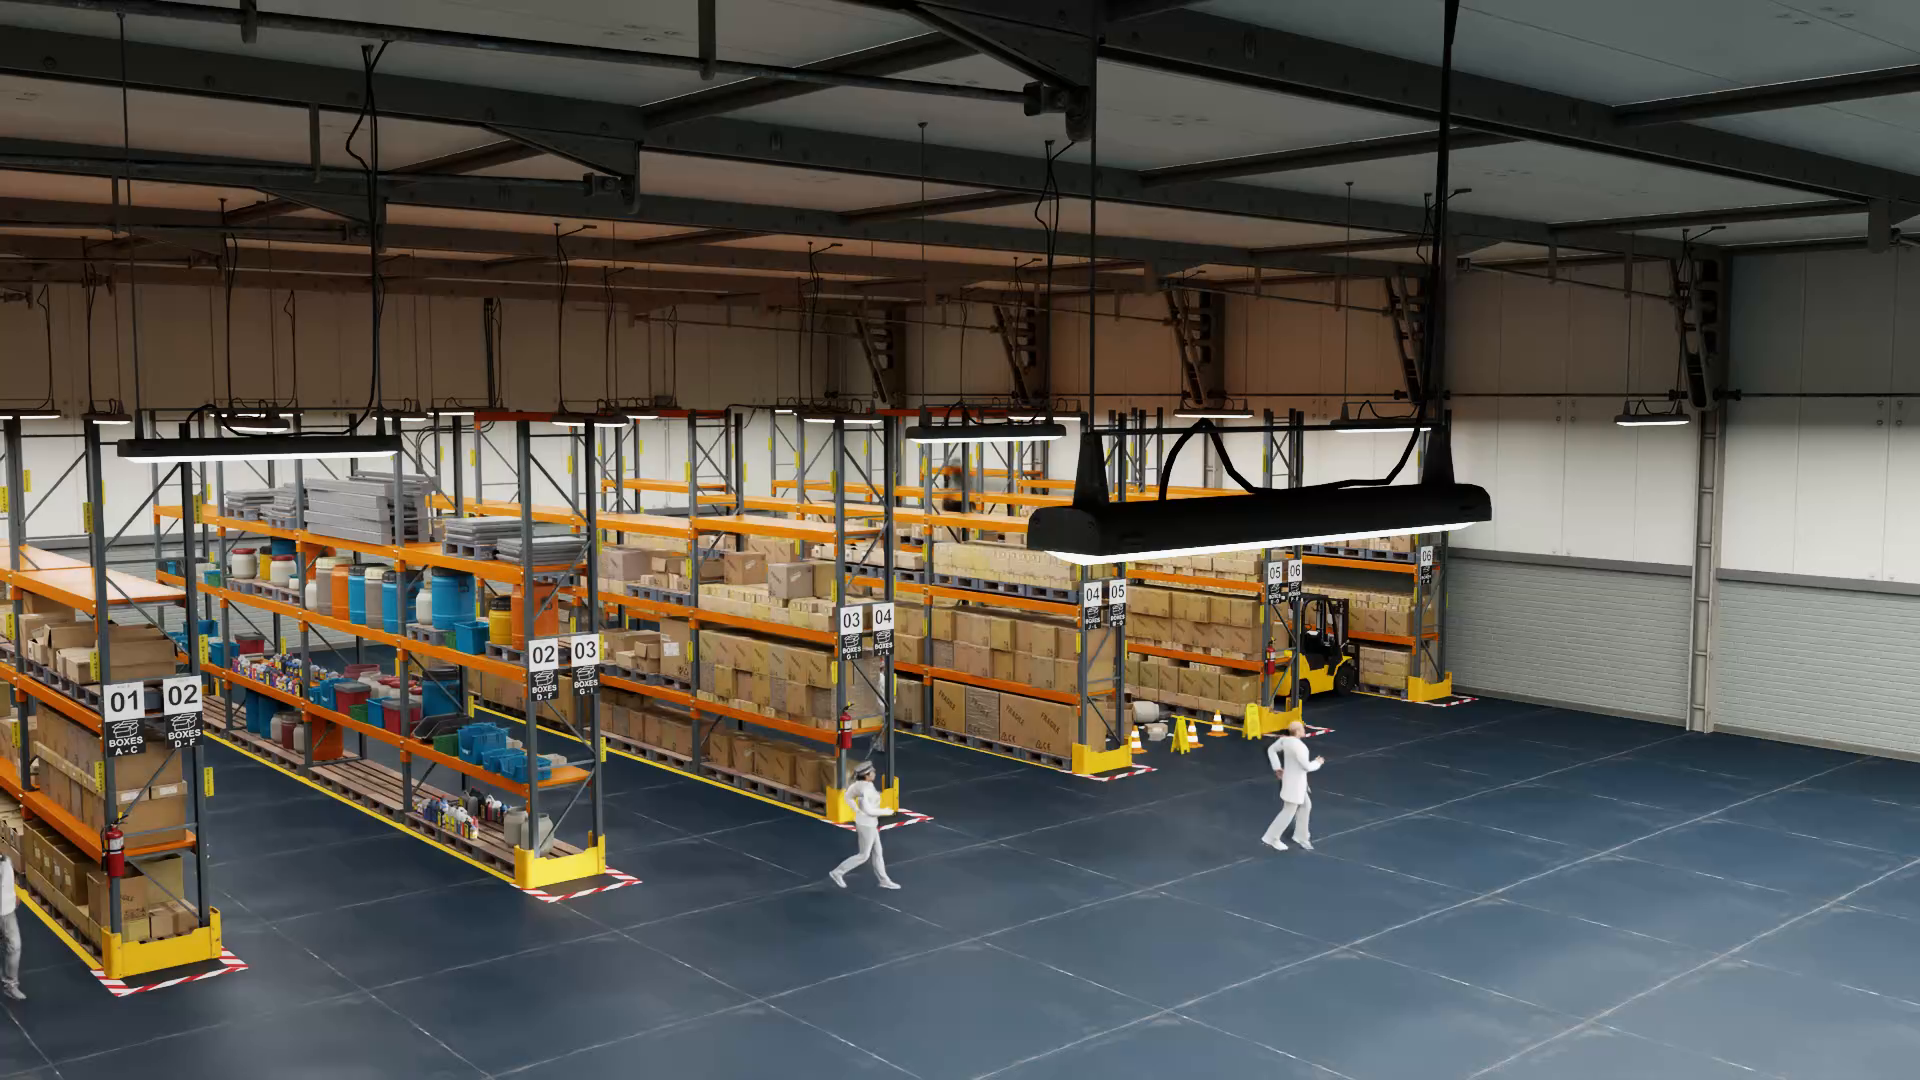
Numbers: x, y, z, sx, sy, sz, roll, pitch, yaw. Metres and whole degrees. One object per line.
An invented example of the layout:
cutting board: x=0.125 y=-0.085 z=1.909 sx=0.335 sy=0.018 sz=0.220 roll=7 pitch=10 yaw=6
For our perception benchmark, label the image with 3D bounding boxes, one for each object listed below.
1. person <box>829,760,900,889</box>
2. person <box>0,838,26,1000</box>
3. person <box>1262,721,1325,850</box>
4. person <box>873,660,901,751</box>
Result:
person: x=-1.208 y=3.629 z=21.048 sx=0.931 sy=1.696 sz=0.621 roll=-1 pitch=5 yaw=-13
person: x=-10.243 y=3.942 z=17.579 sx=0.997 sy=1.759 sz=0.643 roll=4 pitch=6 yaw=35
person: x=4.604 y=3.426 z=22.992 sx=0.882 sy=1.862 sz=0.692 roll=0 pitch=5 yaw=-5
person: x=-1.295 y=2.910 z=29.340 sx=0.536 sy=1.670 sz=0.628 roll=5 pitch=7 yaw=44
